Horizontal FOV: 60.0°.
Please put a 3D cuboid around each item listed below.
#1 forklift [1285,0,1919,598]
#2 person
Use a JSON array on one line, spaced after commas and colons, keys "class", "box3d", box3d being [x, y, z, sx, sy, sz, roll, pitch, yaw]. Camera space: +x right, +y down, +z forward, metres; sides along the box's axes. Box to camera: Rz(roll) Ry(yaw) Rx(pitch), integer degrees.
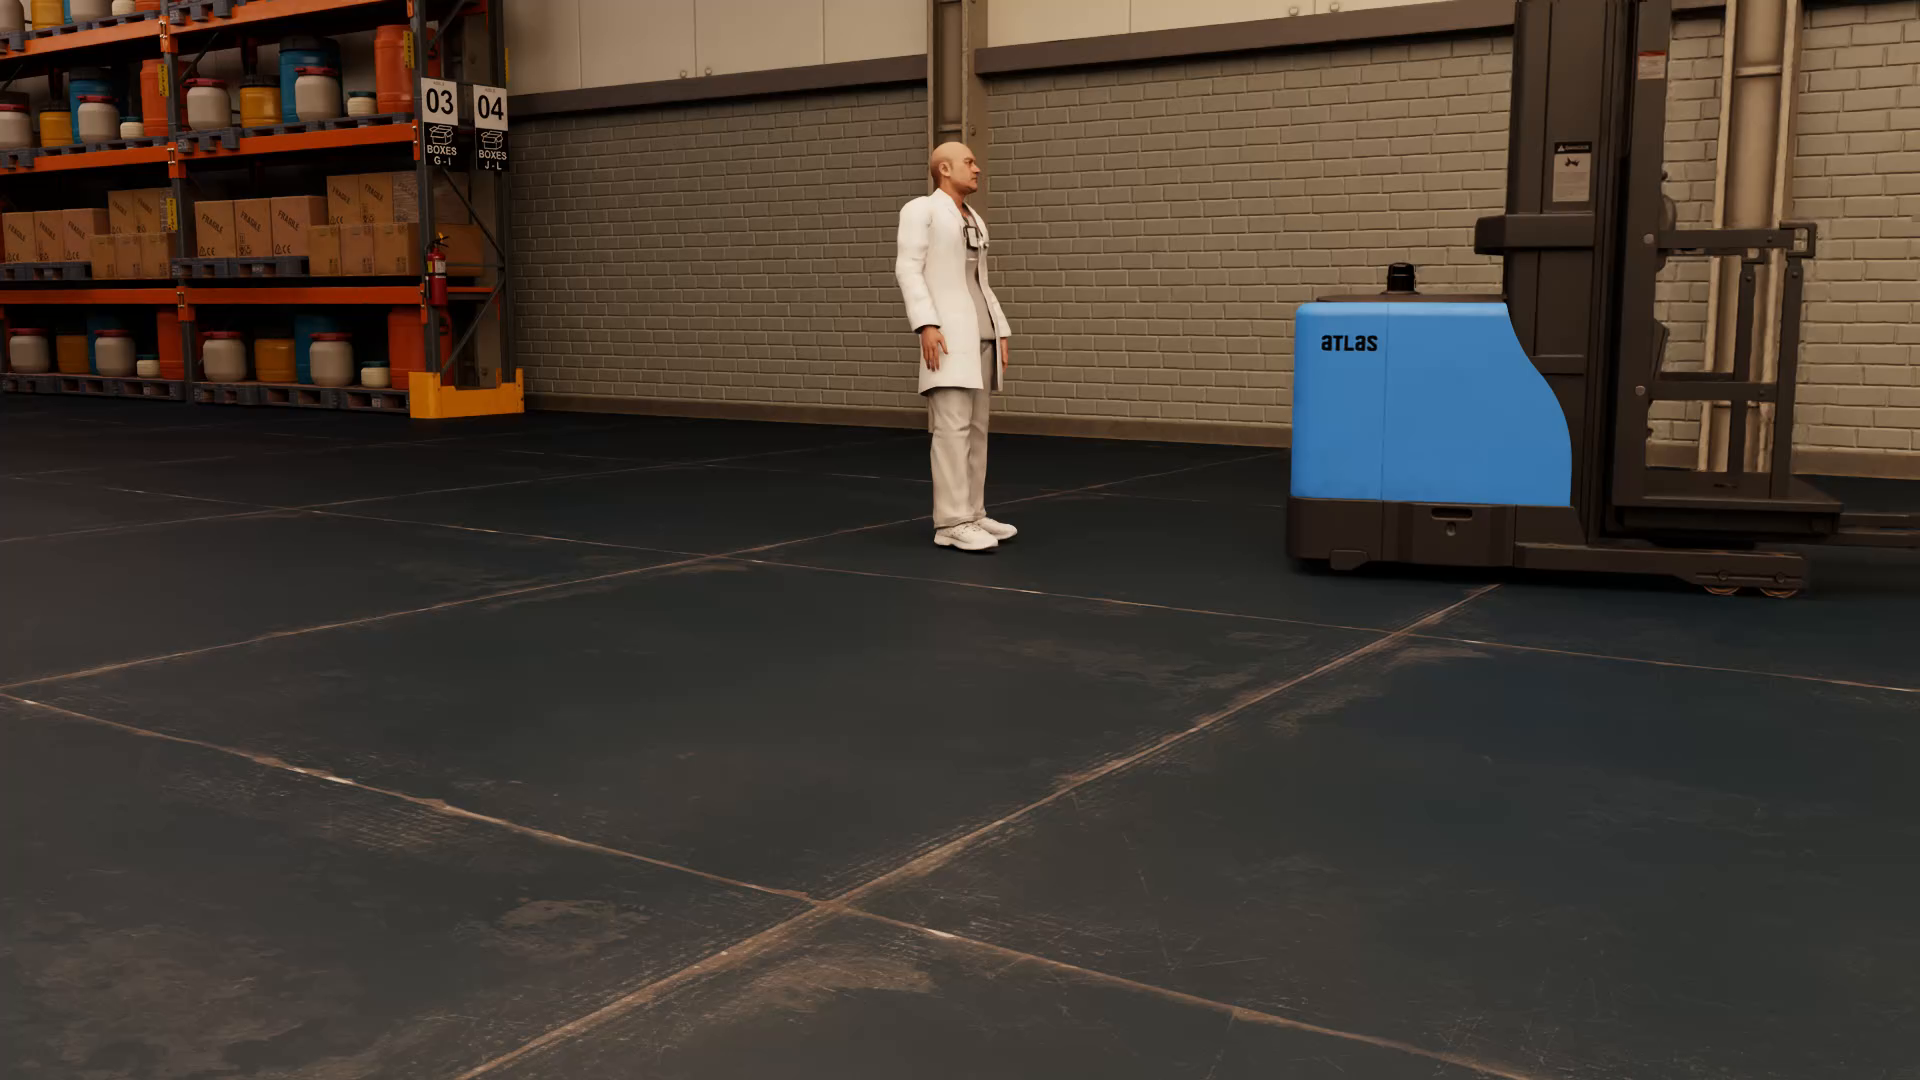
[{"class": "forklift", "box3d": [2.883, -1.321, 6.479, 3.031, 2.935, 1.130, 2, 8, 16]}, {"class": "person", "box3d": [0.072, -0.880, 7.424, 0.581, 1.776, 0.694, 5, 10, 34]}]
